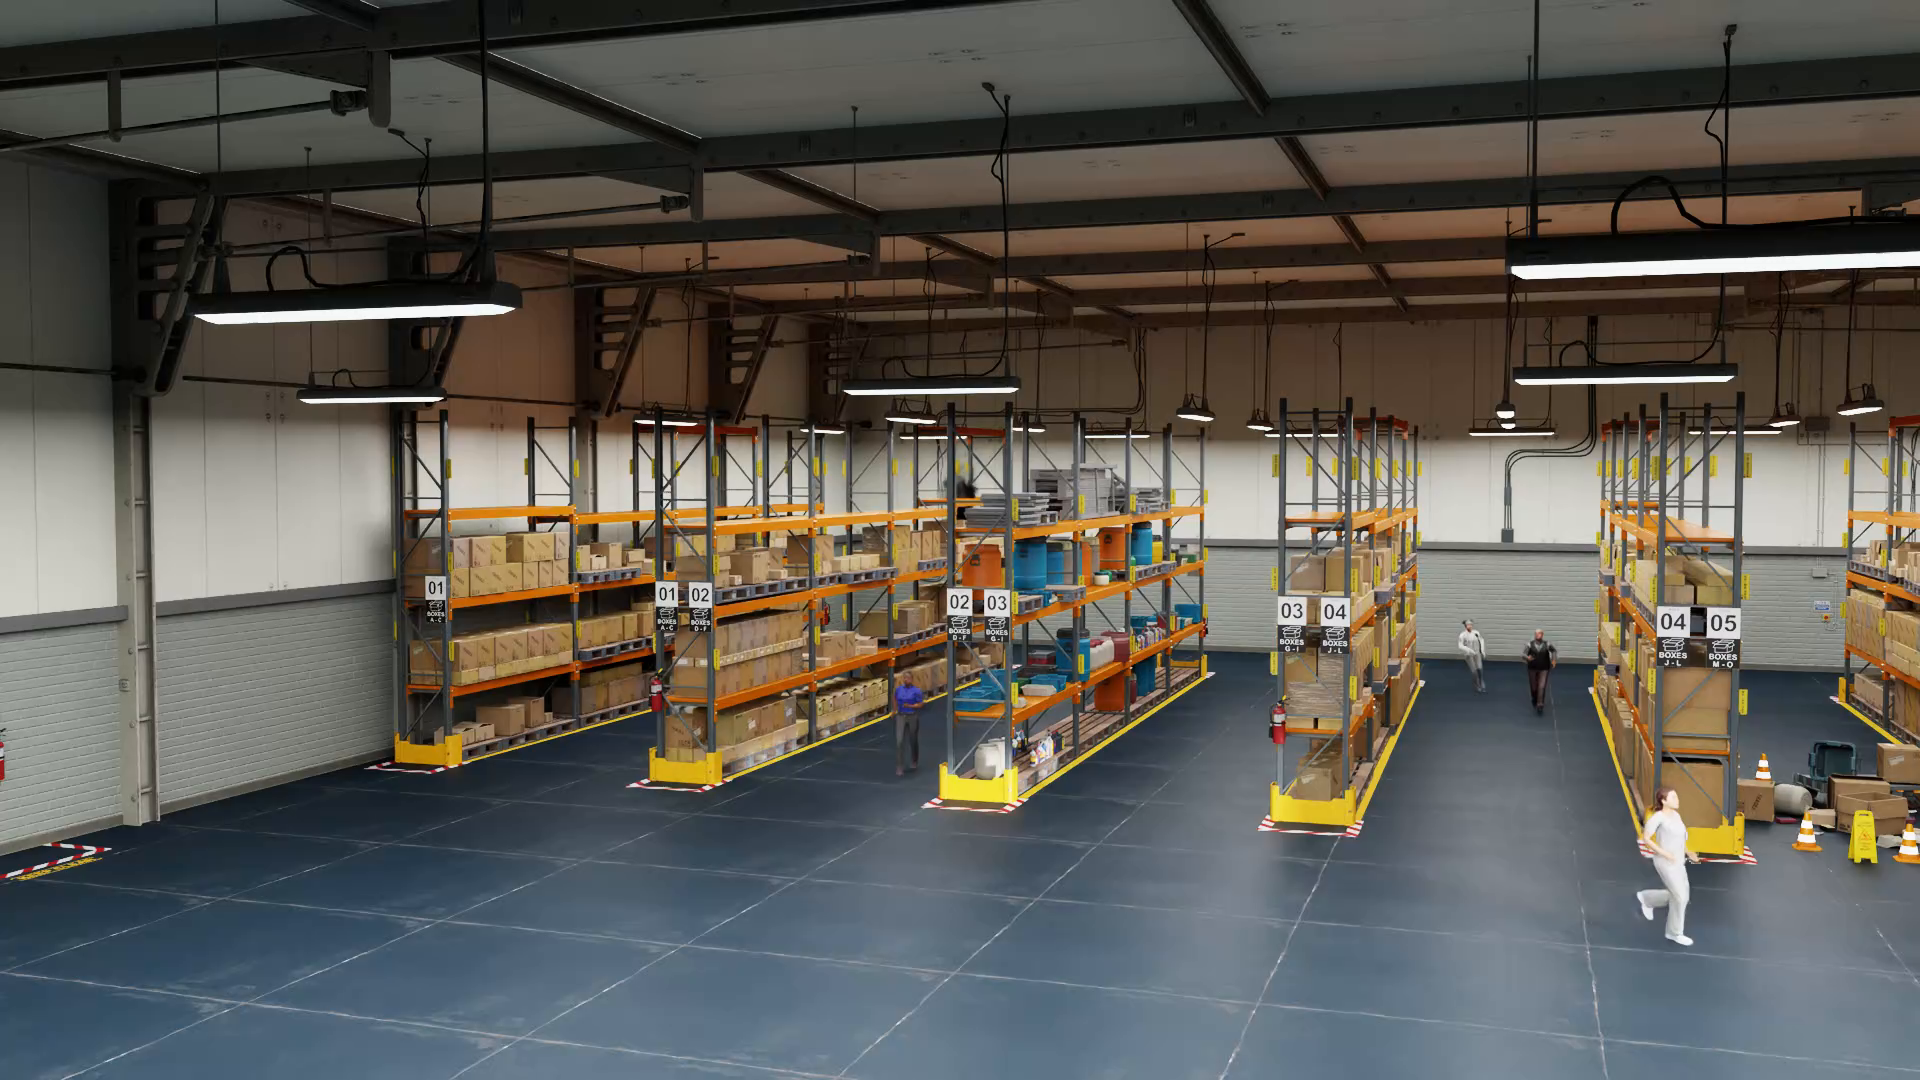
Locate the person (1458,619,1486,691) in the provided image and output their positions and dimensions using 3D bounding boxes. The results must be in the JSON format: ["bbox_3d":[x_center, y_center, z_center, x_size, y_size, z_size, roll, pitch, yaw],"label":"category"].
[{"bbox_3d":[11.479,2.576,37.249,0.609,1.627,0.593,0,2,5],"label":"person"}]

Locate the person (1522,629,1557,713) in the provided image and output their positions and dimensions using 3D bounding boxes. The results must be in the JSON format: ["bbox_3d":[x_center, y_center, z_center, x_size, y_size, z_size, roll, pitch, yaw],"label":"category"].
[{"bbox_3d":[11.846,2.661,34.029,0.673,1.667,1.079,1,3,23],"label":"person"}]

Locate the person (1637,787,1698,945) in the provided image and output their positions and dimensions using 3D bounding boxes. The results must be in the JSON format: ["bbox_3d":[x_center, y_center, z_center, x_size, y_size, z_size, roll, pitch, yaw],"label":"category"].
[{"bbox_3d":[7.492,3.434,17.707,0.565,1.639,0.669,-2,3,-35],"label":"person"}]

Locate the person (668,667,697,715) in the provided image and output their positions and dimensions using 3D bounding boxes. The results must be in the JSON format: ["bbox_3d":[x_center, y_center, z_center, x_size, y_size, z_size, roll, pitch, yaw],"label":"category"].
[{"bbox_3d":[-4.917,2.850,29.574,0.675,1.794,0.765,0,2,9],"label":"person"}]

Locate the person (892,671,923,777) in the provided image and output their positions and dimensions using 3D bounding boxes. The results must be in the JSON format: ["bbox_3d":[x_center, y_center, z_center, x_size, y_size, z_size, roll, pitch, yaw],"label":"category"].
[{"bbox_3d":[-0.865,3.013,27.315,0.549,1.708,0.766,0,2,8],"label":"person"}]
